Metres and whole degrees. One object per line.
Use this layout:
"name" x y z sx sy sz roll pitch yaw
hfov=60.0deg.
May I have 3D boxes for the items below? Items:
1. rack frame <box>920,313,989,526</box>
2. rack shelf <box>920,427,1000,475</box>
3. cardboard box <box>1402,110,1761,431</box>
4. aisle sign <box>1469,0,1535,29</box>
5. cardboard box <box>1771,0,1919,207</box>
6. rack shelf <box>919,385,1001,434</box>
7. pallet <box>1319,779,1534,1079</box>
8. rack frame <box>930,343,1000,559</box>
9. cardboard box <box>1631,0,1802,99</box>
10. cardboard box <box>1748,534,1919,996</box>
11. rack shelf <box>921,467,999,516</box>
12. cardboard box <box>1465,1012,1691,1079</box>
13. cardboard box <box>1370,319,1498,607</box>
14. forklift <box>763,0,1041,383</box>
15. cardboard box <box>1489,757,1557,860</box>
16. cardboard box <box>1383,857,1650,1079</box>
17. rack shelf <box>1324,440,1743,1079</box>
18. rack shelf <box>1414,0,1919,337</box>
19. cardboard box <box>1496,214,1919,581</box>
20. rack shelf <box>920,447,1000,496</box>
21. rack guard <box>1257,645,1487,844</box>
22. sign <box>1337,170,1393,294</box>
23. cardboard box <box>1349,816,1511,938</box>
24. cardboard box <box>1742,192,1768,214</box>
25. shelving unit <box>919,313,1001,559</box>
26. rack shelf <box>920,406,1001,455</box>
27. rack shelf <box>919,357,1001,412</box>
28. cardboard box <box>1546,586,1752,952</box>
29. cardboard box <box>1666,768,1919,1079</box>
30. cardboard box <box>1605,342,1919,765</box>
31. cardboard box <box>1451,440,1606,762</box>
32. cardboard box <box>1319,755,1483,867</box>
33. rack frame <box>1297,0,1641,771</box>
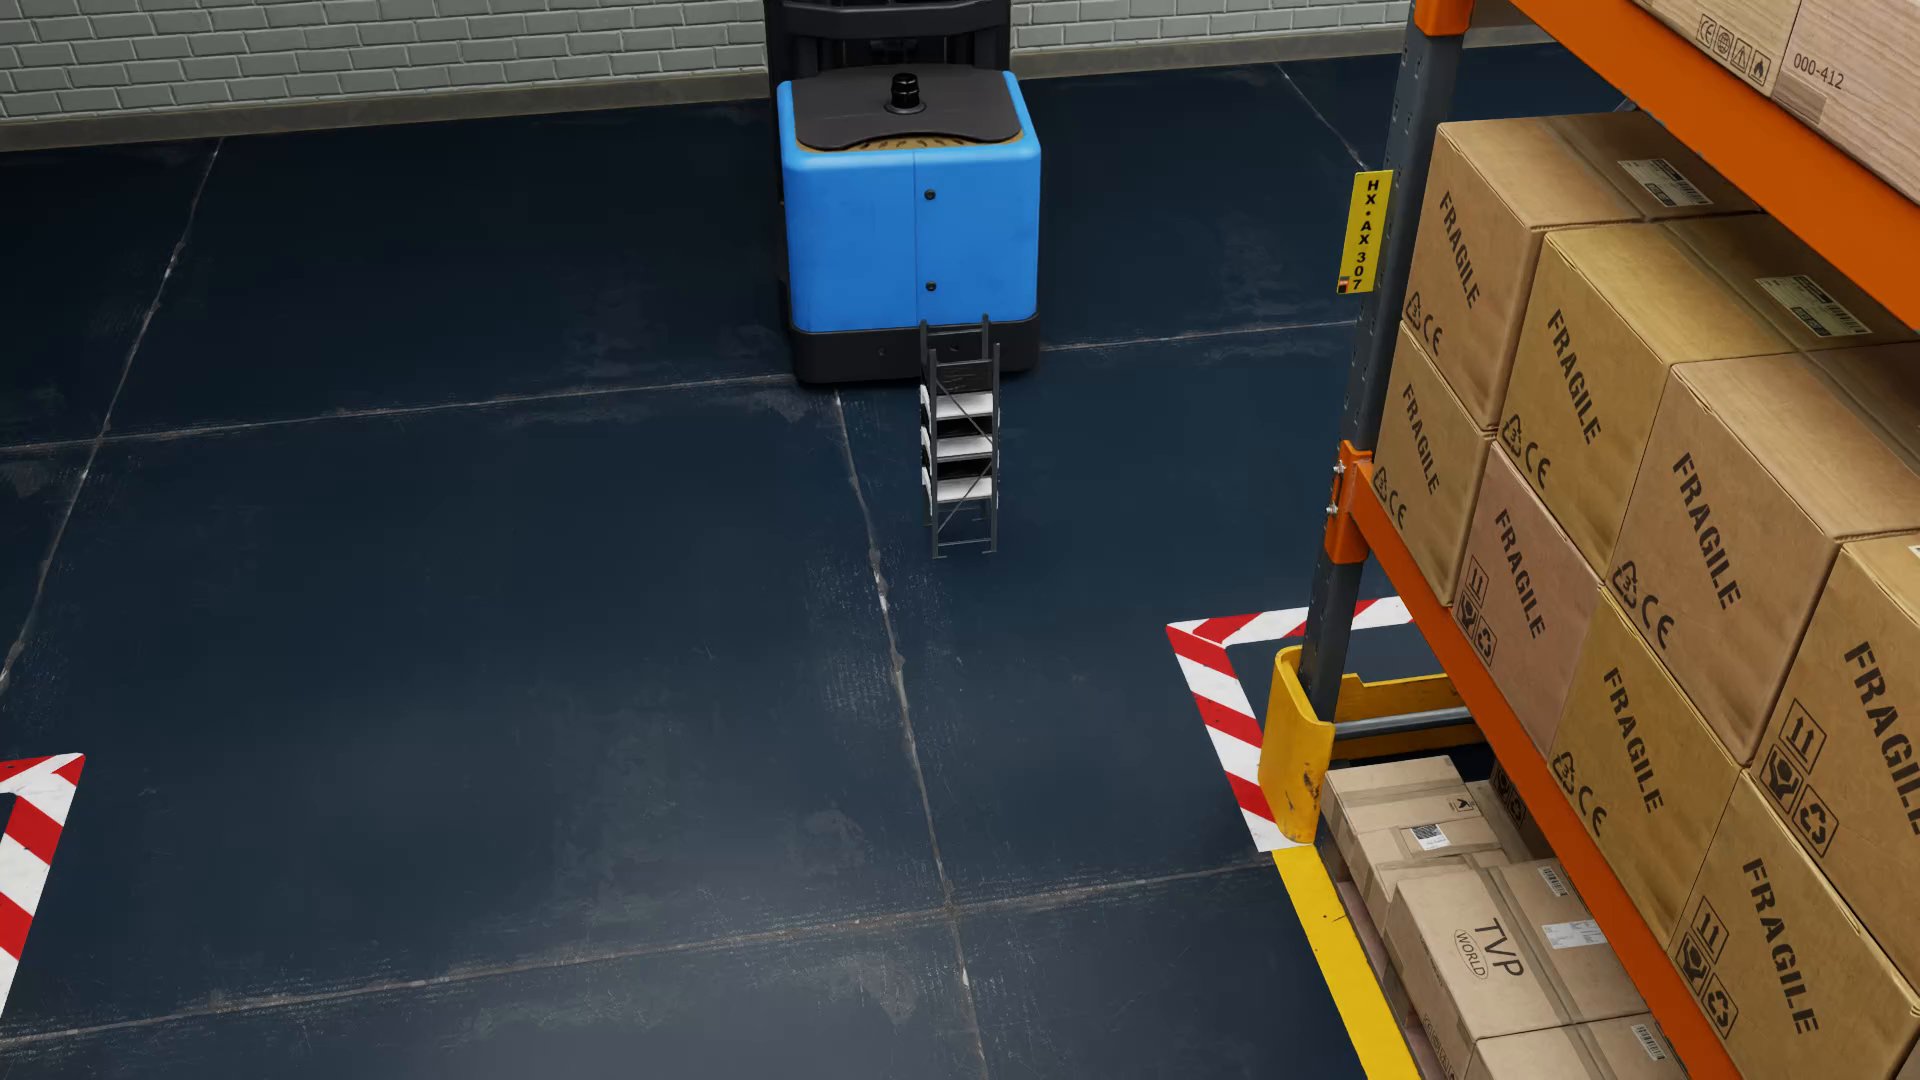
"rack frame" -0.019 -0.422 6.059 0.240 0.900 0.006 -6 38 -8
"rack shelf" -0.001 -0.334 6.001 0.258 0.077 0.200 -6 38 -8
"cardboard box" 1.344 -0.604 3.686 0.500 0.500 0.500 -5 38 -7
"aisle sign" 1.225 -1.502 3.620 0.394 0.787 0.004 -6 38 -8
"cardboard box" 1.530 -0.648 2.317 0.500 0.250 0.500 -6 38 -8
"rack shelf" -0.001 -0.476 5.890 0.258 0.077 0.200 -6 38 -8
"pallet" 1.680 1.163 4.582 1.003 0.211 1.213 -6 38 -8
"rack frame" 0.016 -0.299 5.901 0.240 0.900 0.006 -6 38 -8
"cardboard box" 1.440 -0.950 2.705 0.500 0.250 0.500 -6 38 -8
"cardboard box" 1.616 0.320 2.496 0.500 0.500 0.500 -7 38 -8
"rack shelf" -0.001 -0.192 6.111 0.258 0.077 0.200 -6 38 -8
"cardboard box" 1.517 1.409 3.874 0.500 0.250 0.500 -6 38 -8
"cardboard box" 1.344 -0.209 3.993 0.500 0.500 0.500 -5 38 -7
"forklift" -0.348 -2.710 7.349 1.130 2.935 3.031 -4 38 -5
"cardboard box" 1.863 0.649 4.648 0.500 0.500 0.500 -6 38 -8
"cardboard box" 1.429 1.107 4.263 0.500 0.250 0.500 -6 38 -8
"rack shelf" 1.876 1.026 3.071 1.077 0.370 4.000 -6 38 -8
"rack shelf" 1.876 -0.158 2.150 1.077 0.370 4.000 -6 38 -8
"cardboard box" 1.443 -0.289 3.281 0.500 0.500 0.500 -6 38 -7
"rack shelf" -0.001 -0.263 6.056 0.258 0.077 0.200 -6 38 -8
"rack guard" 1.539 0.567 5.113 1.175 0.500 0.348 -6 38 -8
"sign" 0.991 -0.749 4.064 0.100 0.325 0.005 -6 38 -8
"cardboard box" 1.305 0.920 4.572 0.380 0.166 0.250 -6 38 -8
"cardboard box" 1.874 -0.661 3.759 0.500 0.500 0.500 -7 38 -8
"shelving unit" -0.001 -0.360 5.980 0.258 0.900 0.210 -6 38 -8
"rack shelf" -0.001 -0.405 5.945 0.258 0.077 0.200 -6 38 -8
"rack shelf" -0.001 -0.547 5.835 0.258 0.077 0.200 -6 38 -8
"cardboard box" 1.525 0.405 3.202 0.500 0.500 0.500 -6 38 -8
"cardboard box" 1.611 0.708 2.813 0.500 0.500 0.500 -6 38 -7
"cardboard box" 1.526 0.014 2.891 0.500 0.500 0.500 -6 38 -7
"cardboard box" 1.440 0.102 3.592 0.500 0.500 0.500 -7 38 -8
"cardboard box" 1.261 0.776 4.771 0.380 0.149 0.250 -6 38 -8
"rack frame" 1.526 -0.466 4.405 1.000 3.000 0.127 -6 38 -8
